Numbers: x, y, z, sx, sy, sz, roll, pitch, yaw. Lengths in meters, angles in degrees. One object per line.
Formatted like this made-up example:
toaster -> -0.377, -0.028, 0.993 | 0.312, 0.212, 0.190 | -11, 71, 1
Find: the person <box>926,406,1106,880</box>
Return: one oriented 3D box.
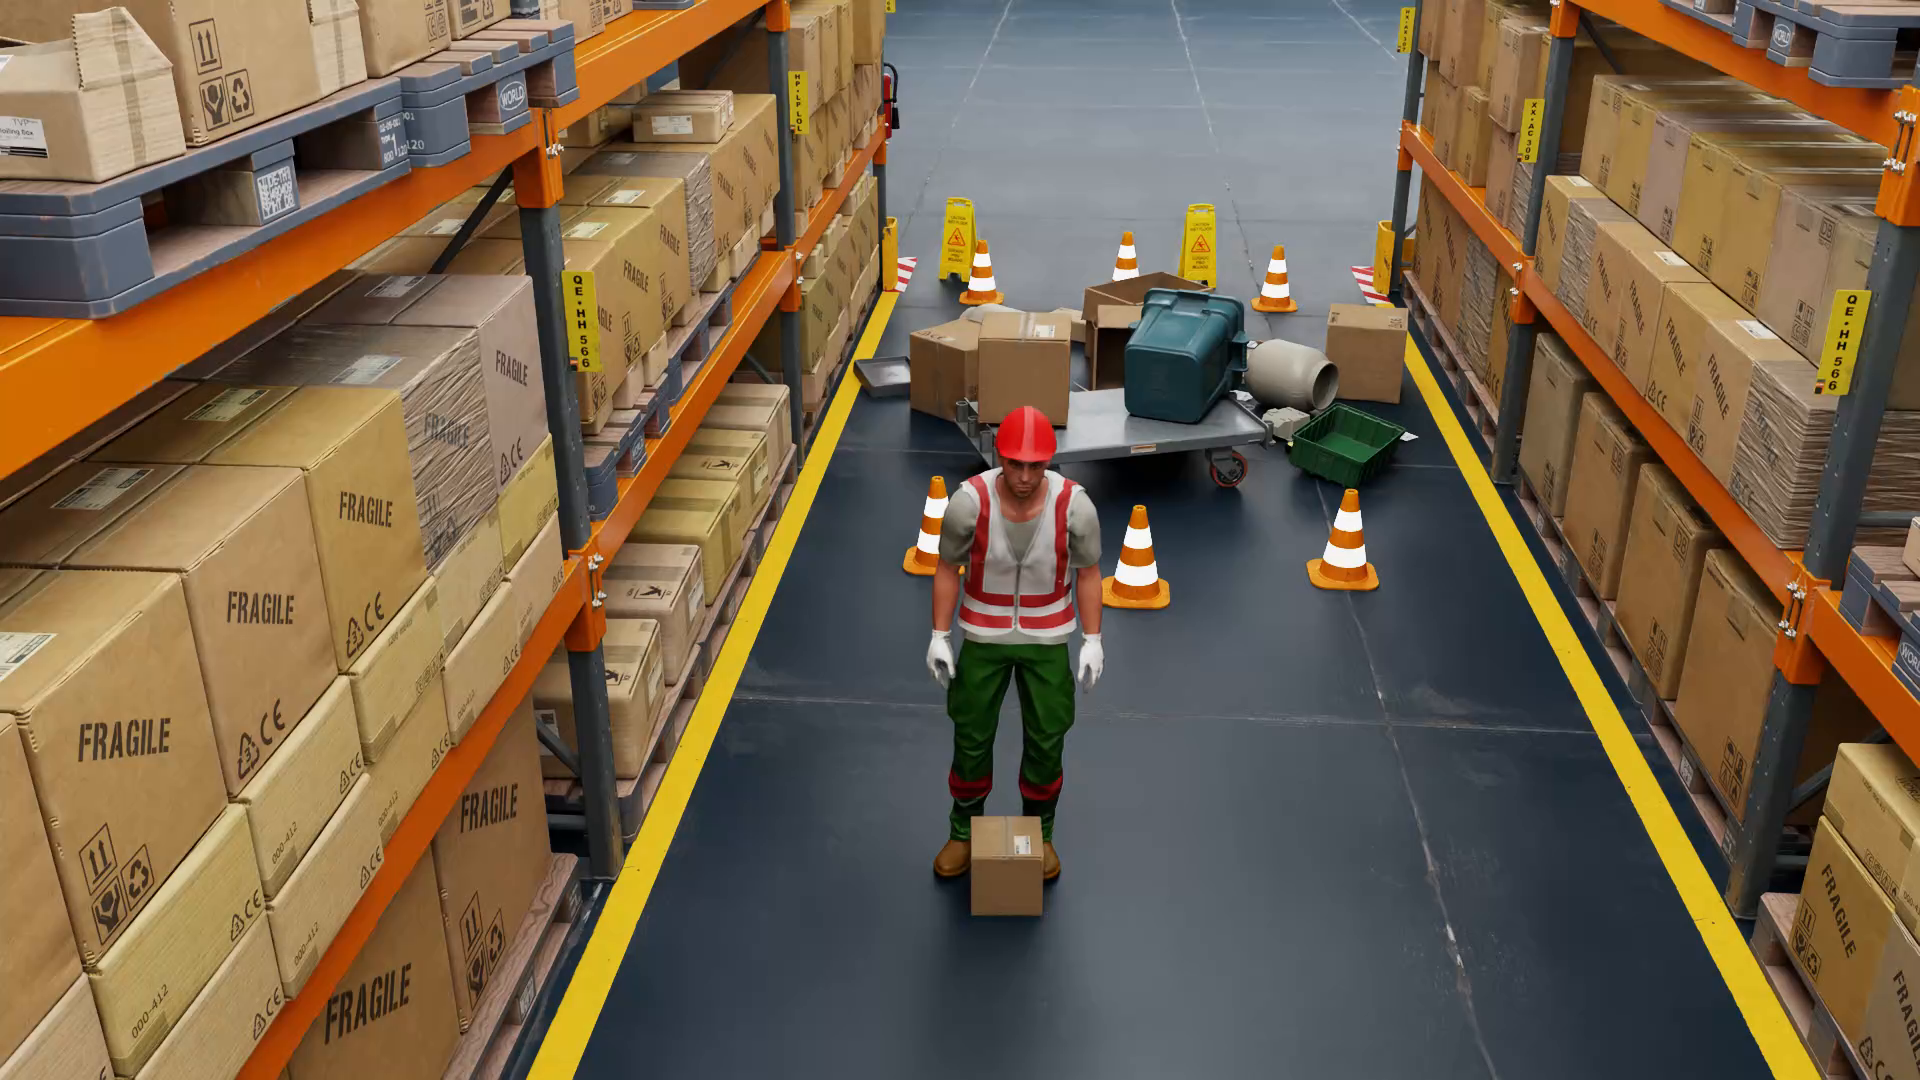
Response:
person -> 0.195, 0.364, 5.777 | 0.623, 1.780, 0.447 | 1, 24, 2
